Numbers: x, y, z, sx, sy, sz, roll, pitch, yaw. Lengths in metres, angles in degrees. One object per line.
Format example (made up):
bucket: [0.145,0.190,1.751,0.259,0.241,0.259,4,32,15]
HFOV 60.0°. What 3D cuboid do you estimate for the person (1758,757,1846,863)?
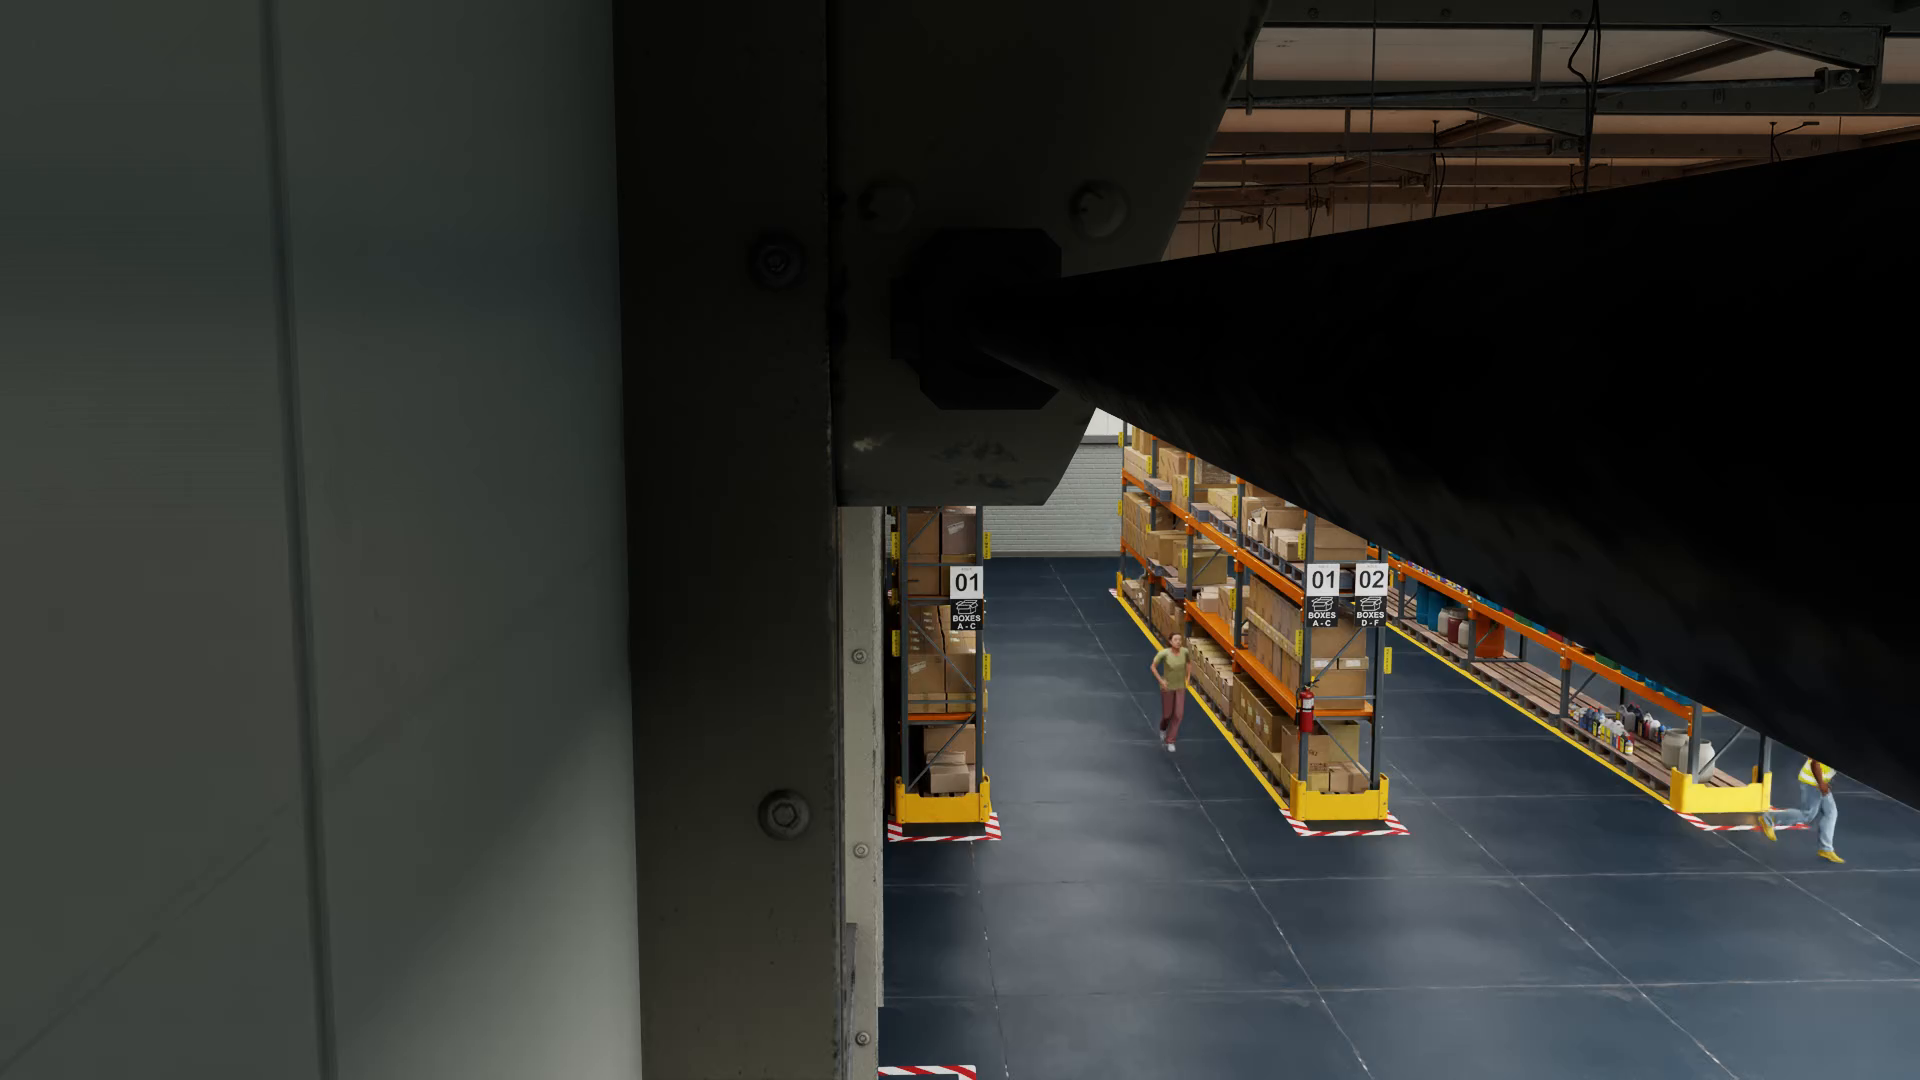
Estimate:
person: [9.797,2.830,19.199,0.999,1.711,0.712,4,9,26]

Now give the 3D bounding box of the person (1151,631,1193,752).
person: [2.935,2.041,22.910,0.604,1.629,0.712,-1,8,-10]

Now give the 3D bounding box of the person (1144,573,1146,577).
person: [4.655,0.237,37.679,0.941,1.654,0.596,2,8,13]
